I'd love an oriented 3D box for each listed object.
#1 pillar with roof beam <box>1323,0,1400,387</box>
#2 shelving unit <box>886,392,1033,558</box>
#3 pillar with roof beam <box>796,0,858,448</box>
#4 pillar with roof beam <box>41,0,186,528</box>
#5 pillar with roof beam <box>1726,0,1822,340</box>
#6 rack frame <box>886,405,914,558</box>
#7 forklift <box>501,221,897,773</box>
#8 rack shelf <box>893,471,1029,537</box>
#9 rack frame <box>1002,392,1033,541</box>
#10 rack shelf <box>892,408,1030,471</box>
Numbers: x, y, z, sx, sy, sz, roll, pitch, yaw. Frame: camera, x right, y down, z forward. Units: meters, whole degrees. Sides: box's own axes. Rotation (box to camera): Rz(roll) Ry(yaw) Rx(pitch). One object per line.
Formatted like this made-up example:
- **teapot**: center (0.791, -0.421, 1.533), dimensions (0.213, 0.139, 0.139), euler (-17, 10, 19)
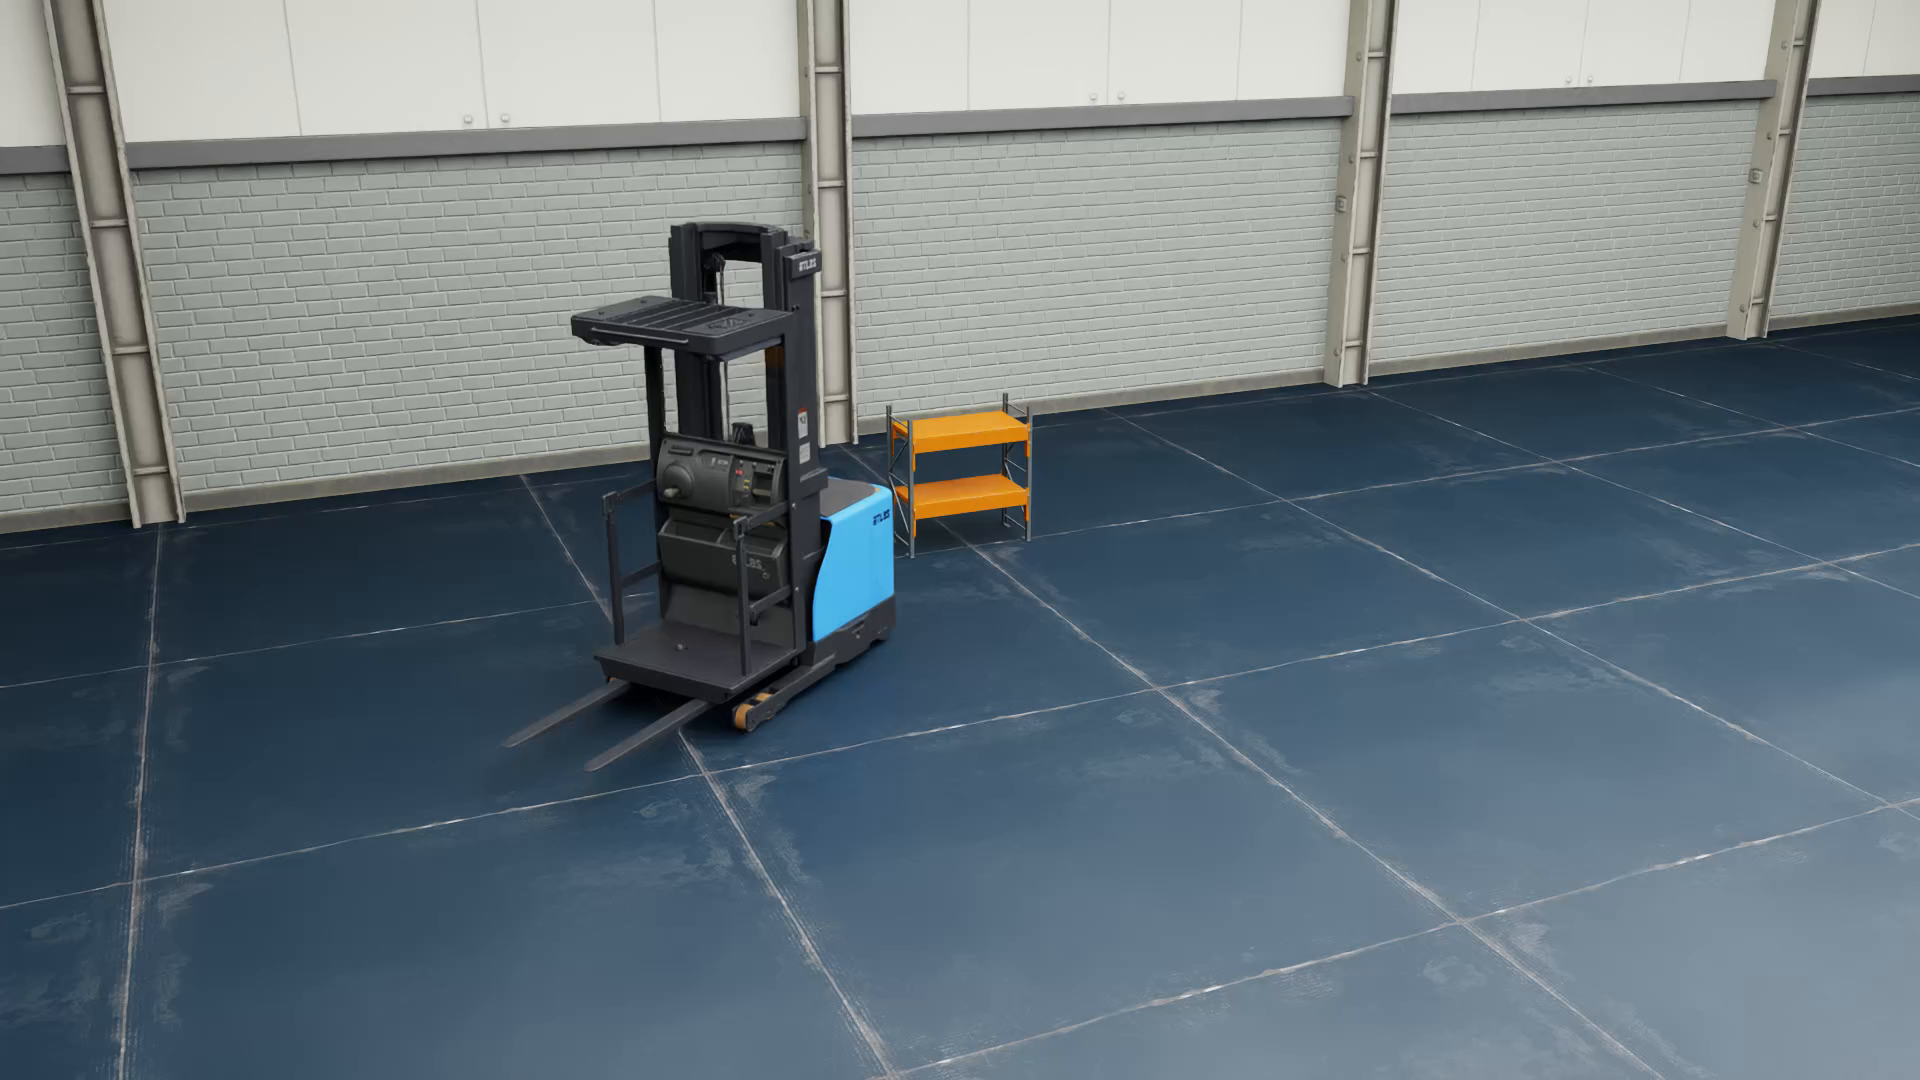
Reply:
- **pillar with roof beam**: center (5.985, -4.681, 13.267), dimensions (0.400, 9.000, 9.100), euler (-8, 21, -22)
- **shelving unit**: center (-0.006, -0.530, 13.333), dimensions (1.048, 1.125, 0.538), euler (-8, 21, -22)
- **pillar with roof beam**: center (0.475, -3.892, 11.025), dimensions (0.400, 9.000, 9.100), euler (-8, 21, -22)
- **pillar with roof beam**: center (-5.034, -3.102, 8.783), dimensions (0.400, 9.000, 9.100), euler (-8, 21, -22)
- **pillar with roof beam**: center (11.494, -5.470, 15.508), dimensions (0.400, 9.000, 9.100), euler (-8, 21, -22)
- **rack frame**: center (-0.473, -0.463, 13.143), dimensions (0.032, 1.125, 0.500), euler (-8, 21, -22)
- **forklift**: center (-1.601, -0.381, 10.191), dimensions (1.130, 2.935, 3.031), euler (10, 22, 27)
- **rack shelf**: center (-0.006, -0.299, 13.414), dimensions (1.000, 0.278, 0.538), euler (-8, 21, -22)
- **rack frame**: center (0.461, -0.597, 13.523), dimensions (0.032, 1.125, 0.500), euler (-8, 21, -22)
- **rack shelf**: center (-0.006, -0.806, 13.235), dimensions (1.000, 0.278, 0.538), euler (-8, 21, -22)
